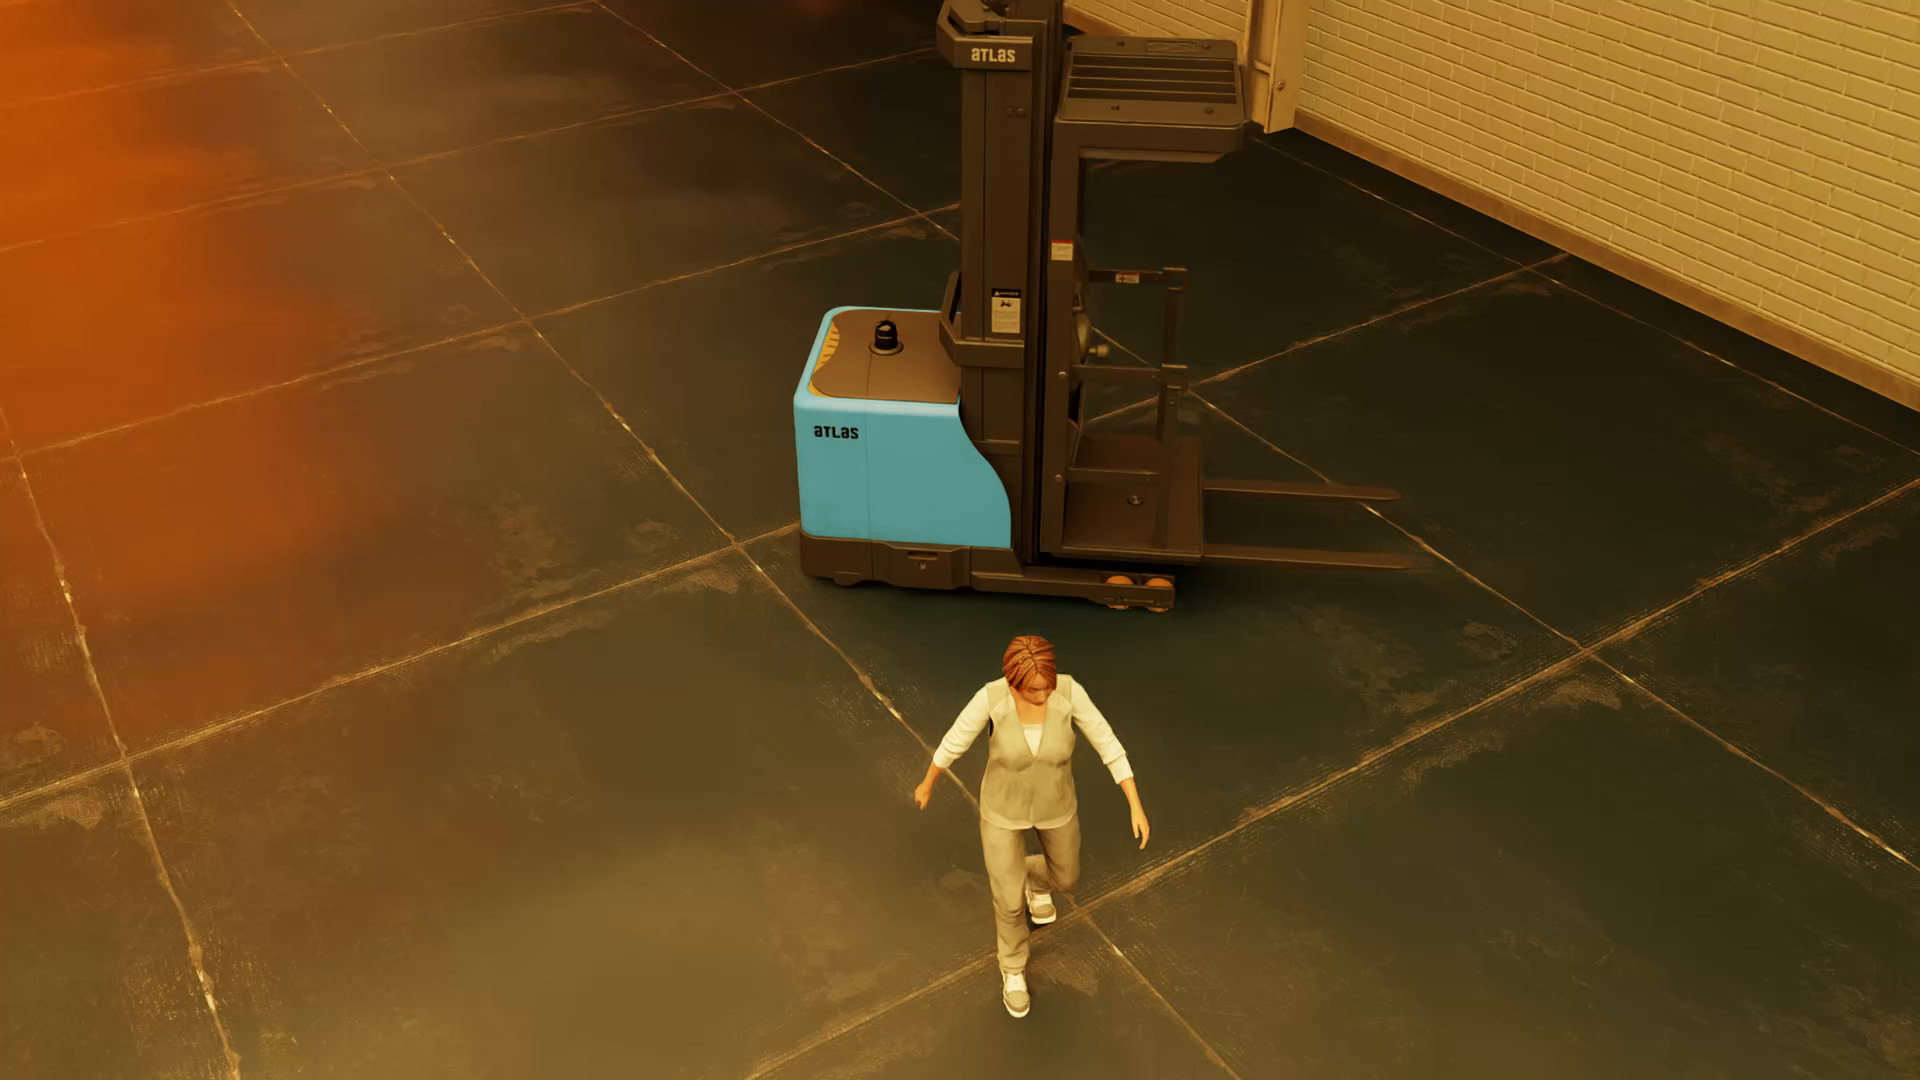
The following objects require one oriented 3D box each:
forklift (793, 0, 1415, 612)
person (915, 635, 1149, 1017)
[{"bbox_3d":[0.750,-1.168,7.810,3.031,2.935,1.130,4,35,5],"label":"forklift"},{"bbox_3d":[0.233,1.020,5.988,0.757,1.460,0.658,-5,35,-8],"label":"person"}]
